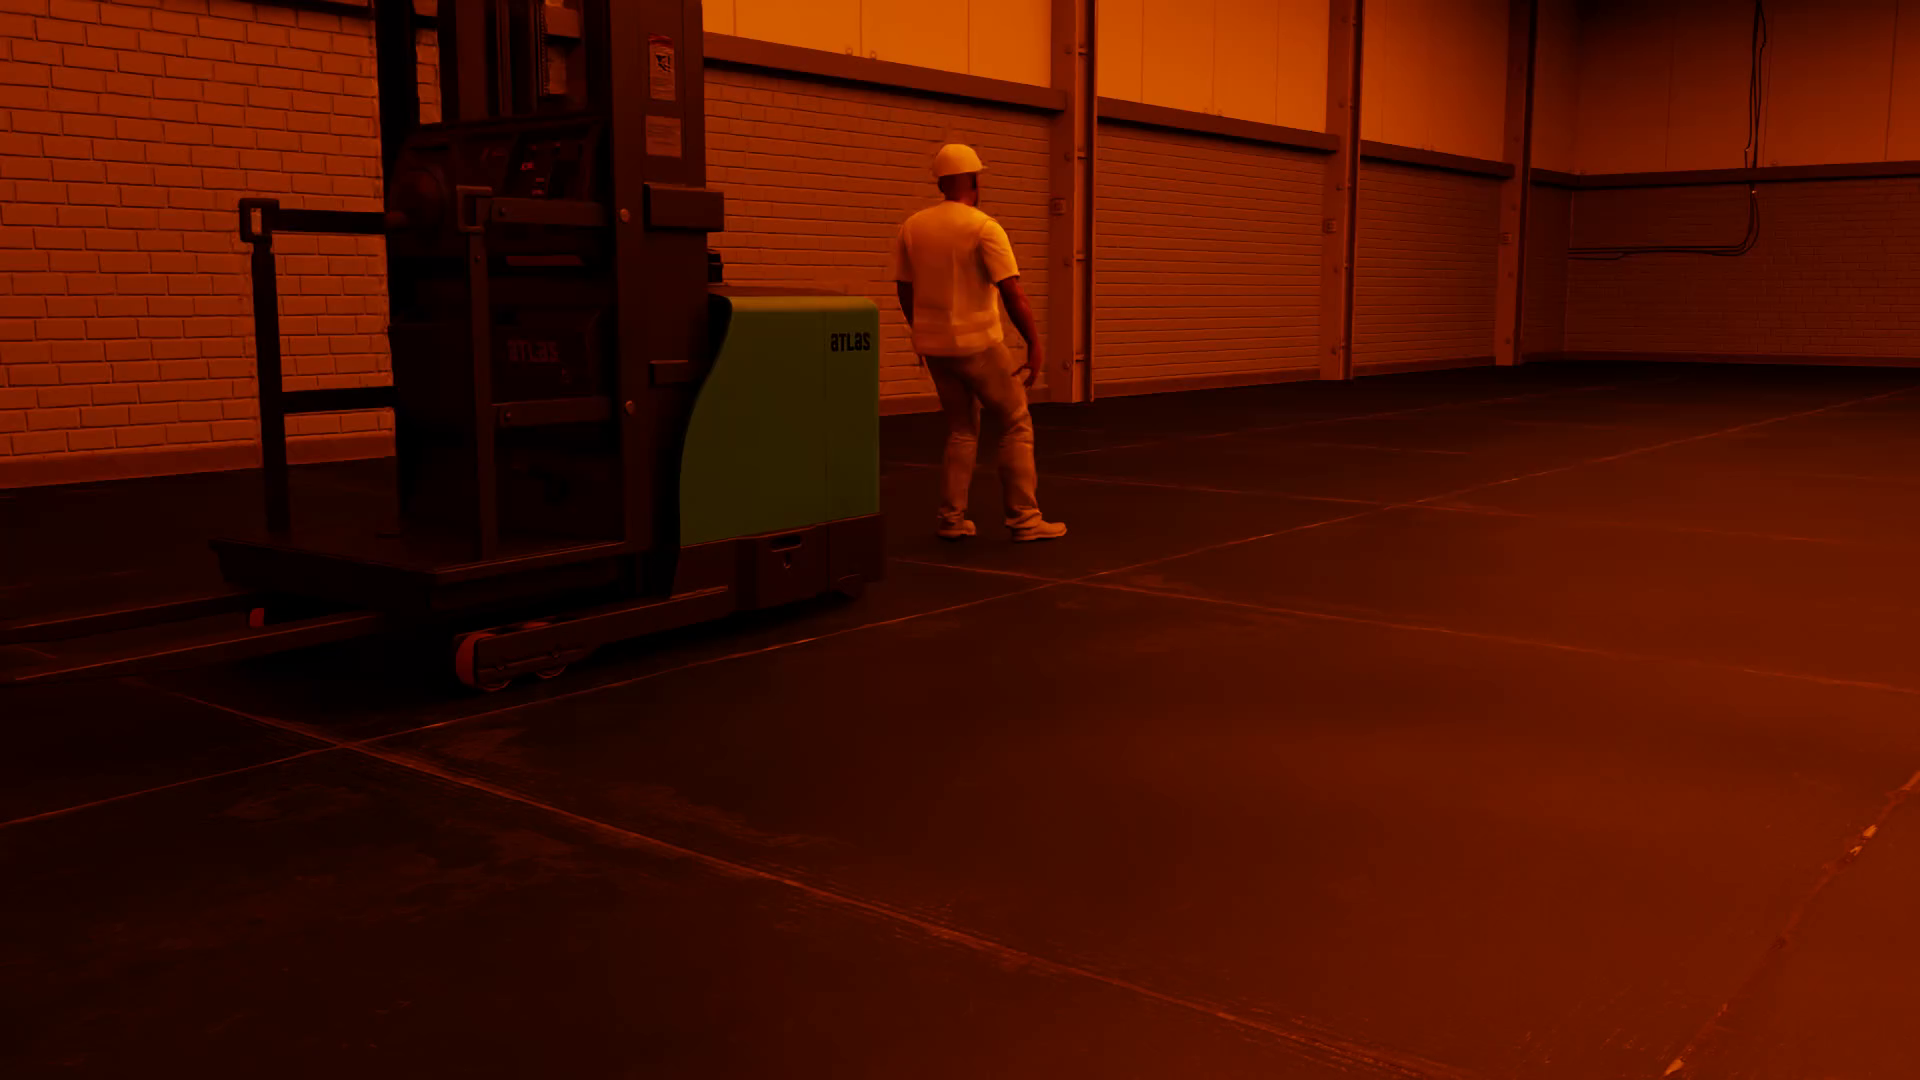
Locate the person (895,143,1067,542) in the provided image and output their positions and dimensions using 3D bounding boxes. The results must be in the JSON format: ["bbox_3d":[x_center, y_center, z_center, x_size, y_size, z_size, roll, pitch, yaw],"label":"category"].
[{"bbox_3d":[0.084,-0.865,7.382,0.724,1.740,0.581,7,11,40],"label":"person"}]

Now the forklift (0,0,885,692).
[{"bbox_3d":[-1.540,-1.112,4.883,1.130,2.935,3.031,6,10,35],"label":"forklift"}]
